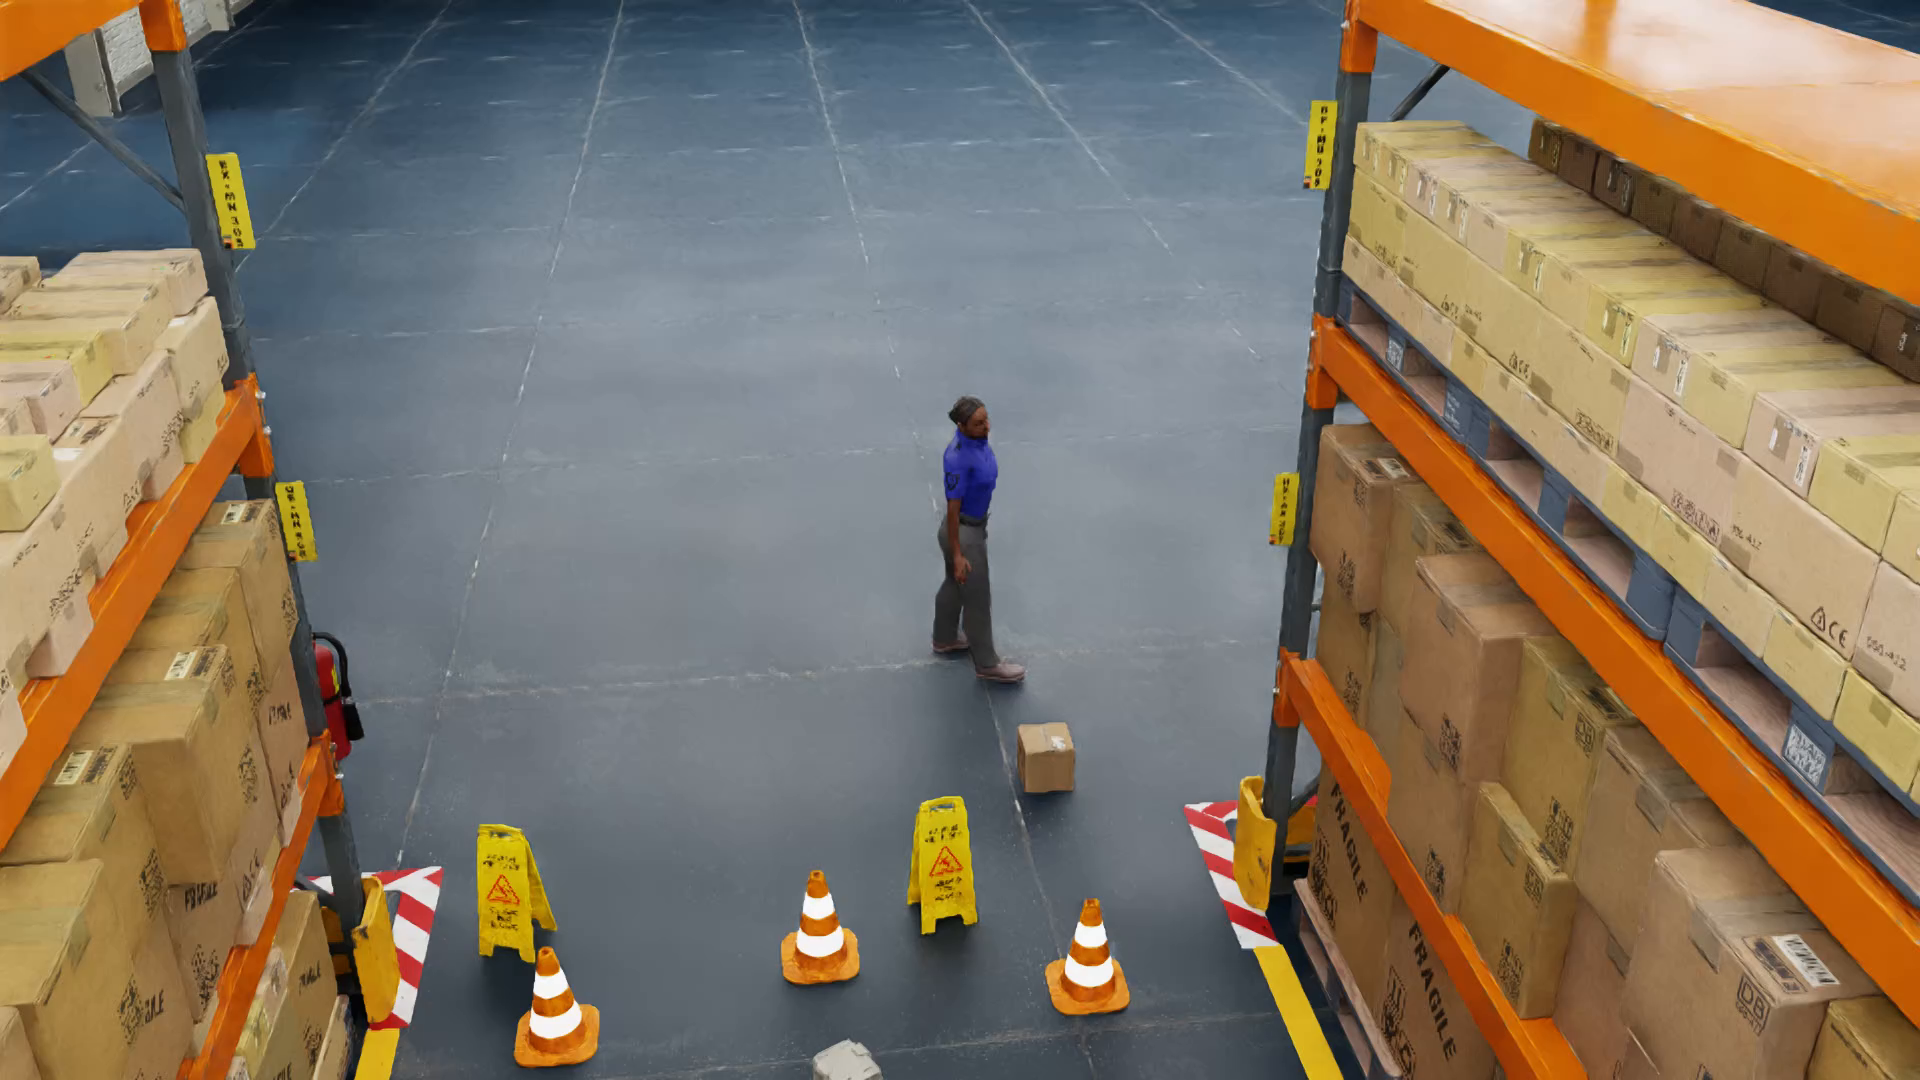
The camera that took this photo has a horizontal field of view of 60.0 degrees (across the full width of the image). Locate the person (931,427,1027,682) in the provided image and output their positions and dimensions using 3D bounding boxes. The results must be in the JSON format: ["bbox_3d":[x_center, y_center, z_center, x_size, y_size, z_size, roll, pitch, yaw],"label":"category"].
[{"bbox_3d":[0.112,0.052,9.173,0.593,1.450,0.519,5,28,10],"label":"person"}]
